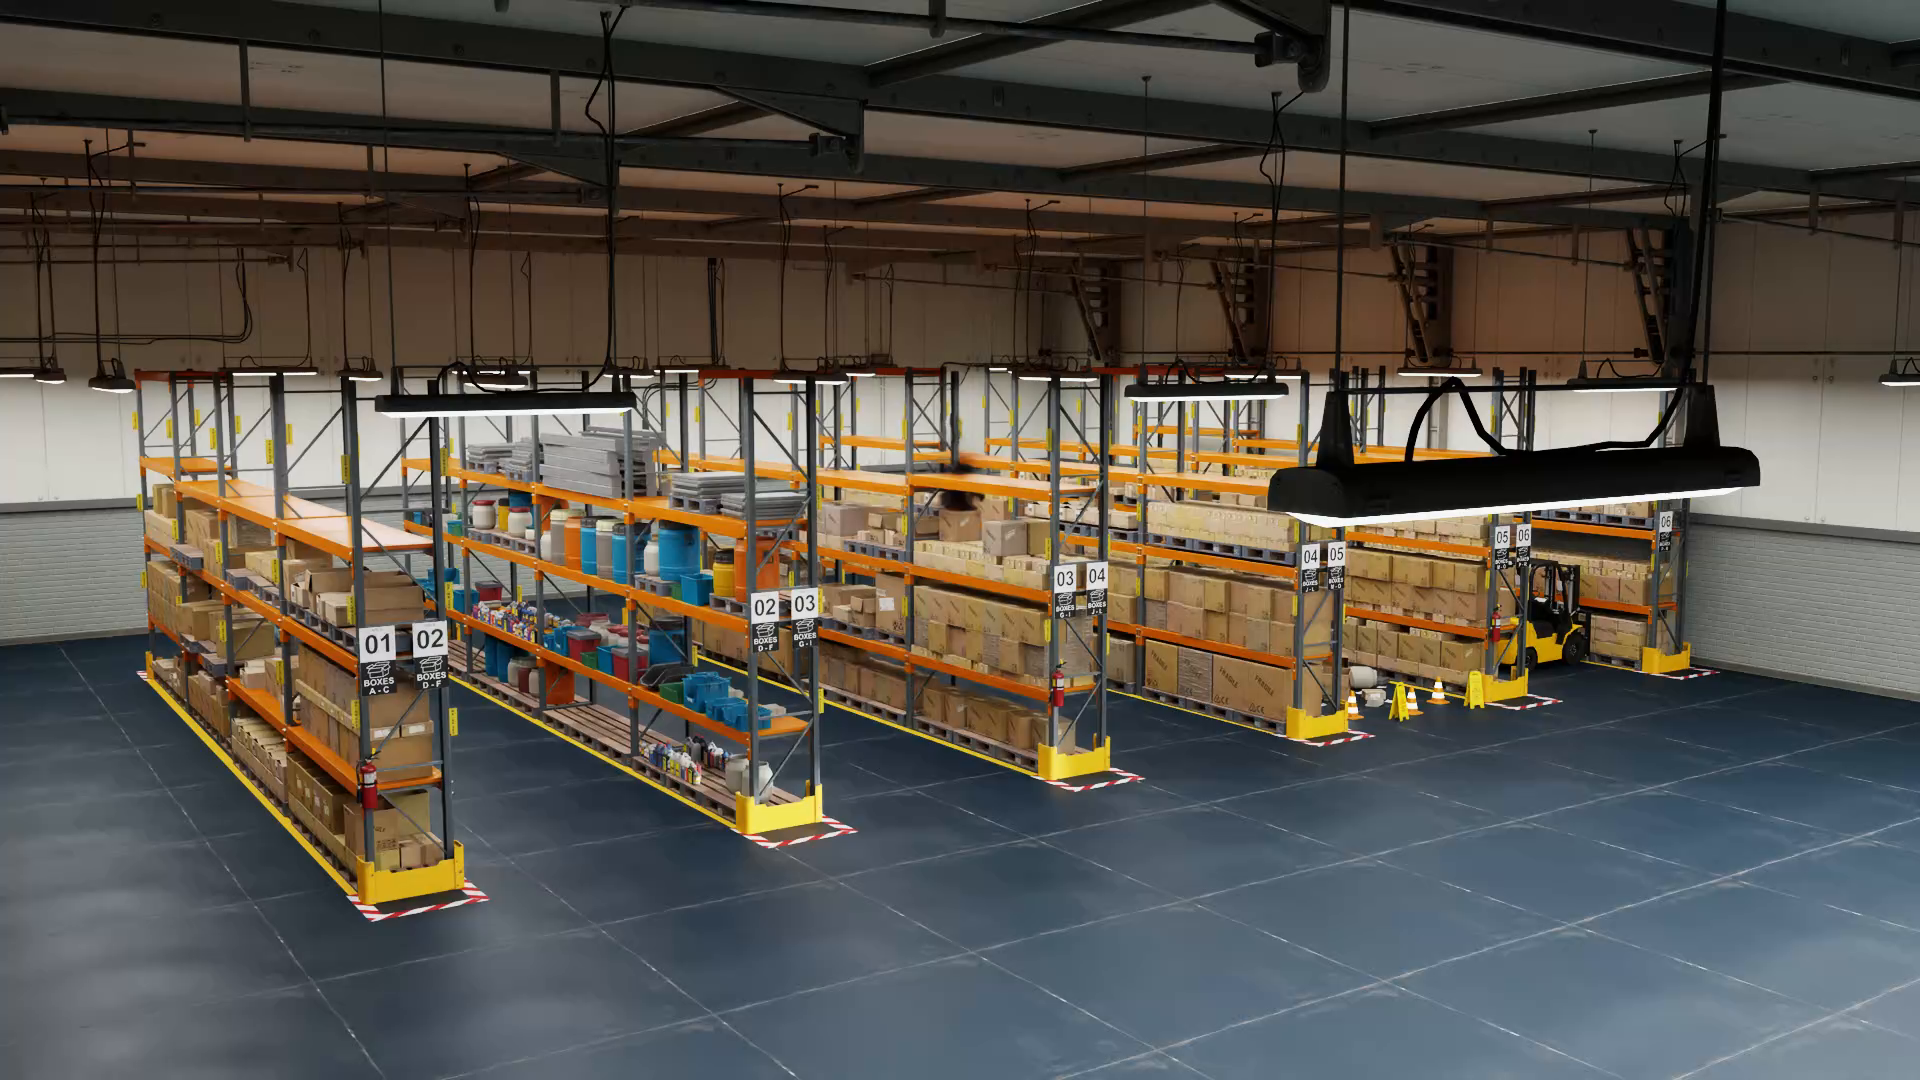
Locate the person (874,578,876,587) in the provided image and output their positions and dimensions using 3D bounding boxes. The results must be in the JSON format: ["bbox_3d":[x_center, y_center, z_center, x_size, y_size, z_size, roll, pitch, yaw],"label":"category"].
[{"bbox_3d":[-1.925,0.630,43.001,0.890,1.747,0.647,-3,7,-28],"label":"person"}]

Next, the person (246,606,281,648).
[{"bbox_3d":[-14.048,1.672,33.811,0.690,1.770,0.702,1,7,12],"label":"person"}]
